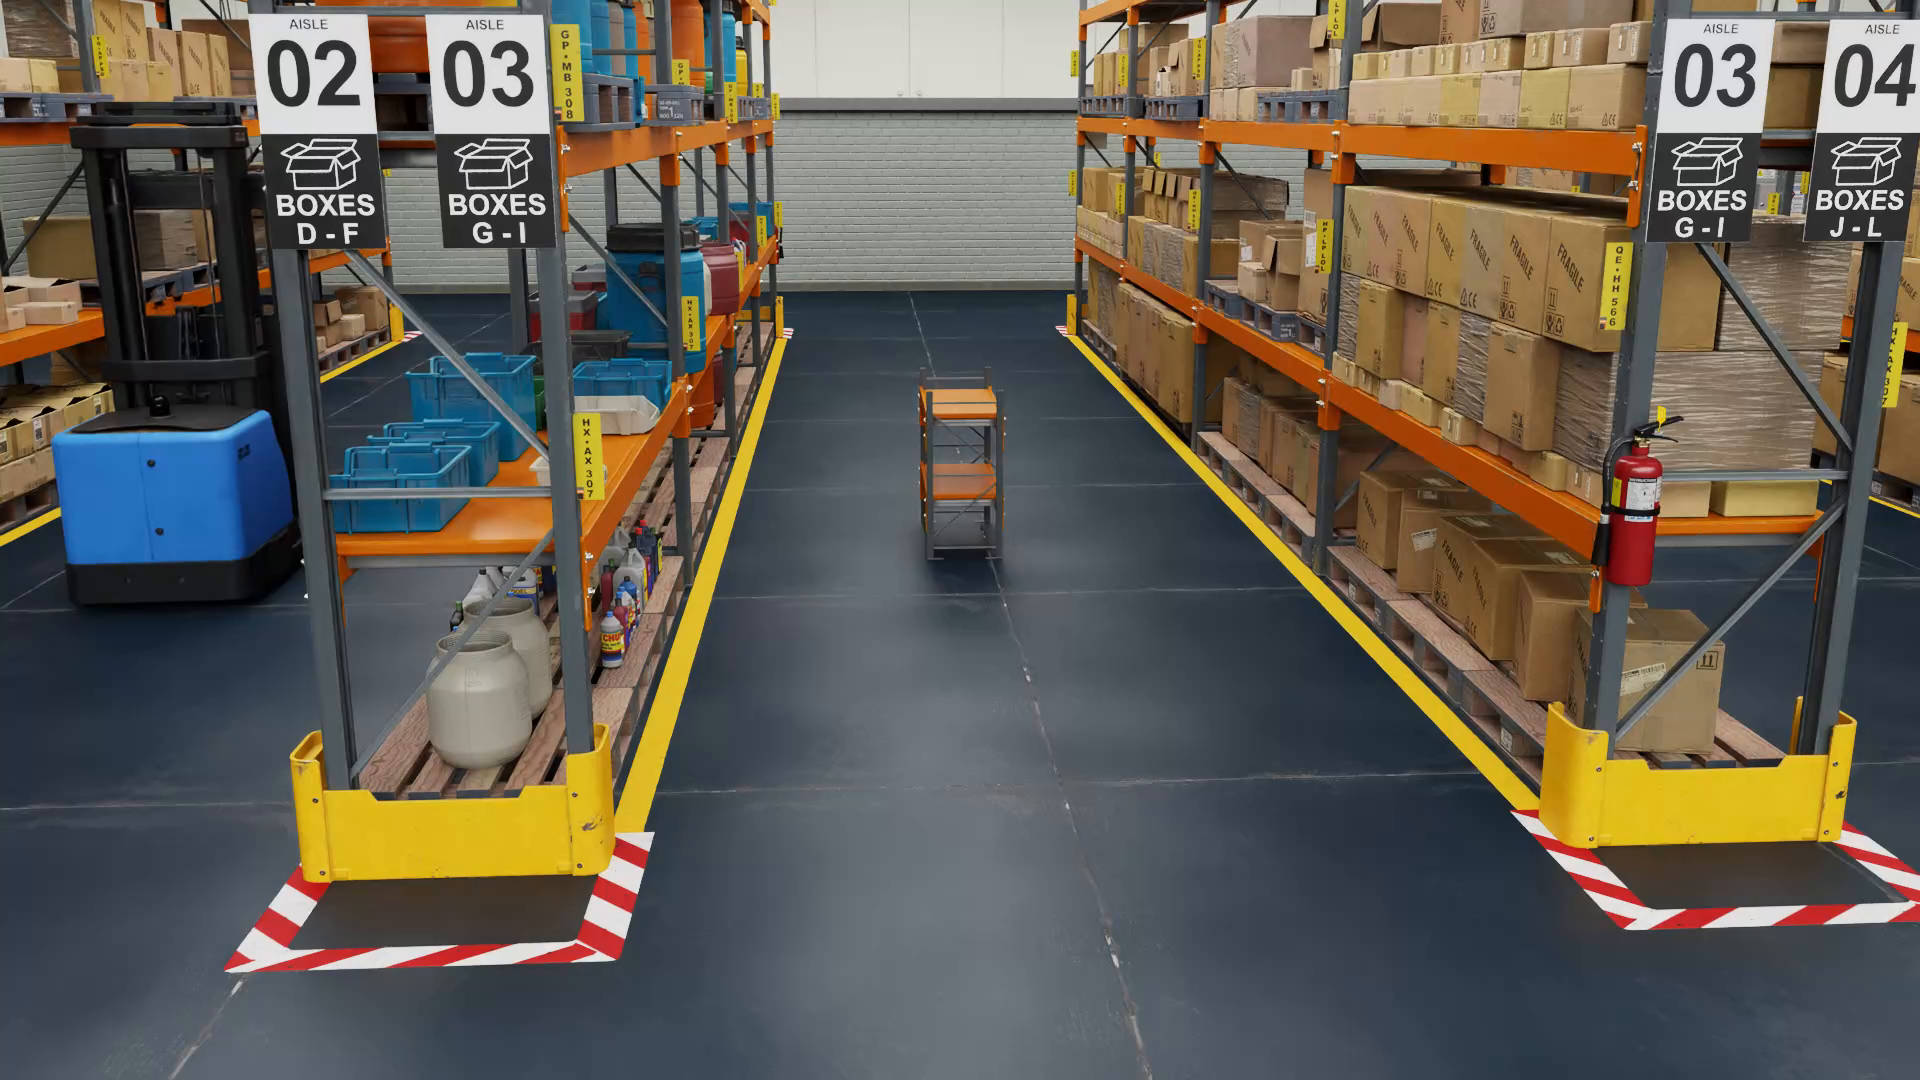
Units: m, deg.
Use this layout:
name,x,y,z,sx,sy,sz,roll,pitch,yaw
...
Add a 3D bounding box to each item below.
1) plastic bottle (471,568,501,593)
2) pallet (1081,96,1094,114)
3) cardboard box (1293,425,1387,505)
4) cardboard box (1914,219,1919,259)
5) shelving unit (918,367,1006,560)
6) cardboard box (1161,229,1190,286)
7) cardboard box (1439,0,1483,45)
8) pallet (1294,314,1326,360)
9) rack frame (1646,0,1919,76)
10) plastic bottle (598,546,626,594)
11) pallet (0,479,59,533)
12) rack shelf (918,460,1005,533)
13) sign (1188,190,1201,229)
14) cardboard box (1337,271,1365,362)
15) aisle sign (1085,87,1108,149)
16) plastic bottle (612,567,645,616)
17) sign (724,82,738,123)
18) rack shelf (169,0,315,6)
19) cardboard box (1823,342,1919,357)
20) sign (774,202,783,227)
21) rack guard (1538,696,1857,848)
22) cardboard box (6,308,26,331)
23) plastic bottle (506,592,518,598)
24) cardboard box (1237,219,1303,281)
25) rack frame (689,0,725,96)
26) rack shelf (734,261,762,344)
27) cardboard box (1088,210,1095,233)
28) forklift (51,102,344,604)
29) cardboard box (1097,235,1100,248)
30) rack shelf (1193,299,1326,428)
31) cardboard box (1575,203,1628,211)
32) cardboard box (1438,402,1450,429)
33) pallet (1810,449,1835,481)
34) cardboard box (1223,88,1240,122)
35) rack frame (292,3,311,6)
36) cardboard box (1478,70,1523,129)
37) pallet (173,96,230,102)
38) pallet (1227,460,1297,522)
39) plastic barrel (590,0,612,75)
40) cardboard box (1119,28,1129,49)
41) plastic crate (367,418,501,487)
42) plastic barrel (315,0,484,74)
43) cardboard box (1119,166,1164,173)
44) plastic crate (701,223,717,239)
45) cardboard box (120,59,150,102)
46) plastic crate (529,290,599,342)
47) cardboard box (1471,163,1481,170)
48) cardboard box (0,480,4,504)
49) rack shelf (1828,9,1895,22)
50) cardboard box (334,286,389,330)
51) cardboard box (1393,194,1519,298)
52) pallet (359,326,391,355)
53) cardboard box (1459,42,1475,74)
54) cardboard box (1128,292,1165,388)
name,x,y,z,sx,sy,sz,roll,pitch,yaw
plastic bottle,-2.484,0.315,8.717,0.144,0.351,0.185,0,14,-1
pallet,2.087,-5.448,20.837,1.003,0.211,1.213,-1,14,-3
cardboard box,2.747,-0.512,11.631,0.700,0.500,0.500,-1,14,-4
cardboard box,7.599,-2.324,12.333,0.700,0.500,0.500,-1,14,-4
shelving unit,0.000,-0.546,11.393,0.538,1.125,1.048,-1,14,-3
cardboard box,2.188,-2.653,15.617,0.500,0.500,0.500,-1,14,-5
cardboard box,3.056,-3.017,9.412,0.500,0.500,0.500,-1,14,-5
pallet,2.872,-1.337,11.089,1.003,0.211,1.213,-1,14,-3
rack frame,3.022,-3.148,5.703,1.000,3.000,0.127,-1,14,-3
plastic bottle,-1.976,0.157,9.481,0.152,0.276,0.135,-1,14,-3
pallet,-7.277,-0.222,11.966,1.003,0.211,1.213,-1,14,-3
rack shelf,0.000,-0.310,11.454,0.538,0.278,1.000,-1,14,-3
sign,1.972,-2.784,14.003,0.100,0.325,0.005,-1,14,-3
cardboard box,2.740,-1.317,9.829,0.875,0.500,0.500,-1,14,-3
aisle sign,1.727,-5.494,21.644,0.394,0.787,0.004,-1,14,-3
plastic bottle,-1.804,0.269,9.044,0.152,0.276,0.135,-1,14,-2
sign,-1.869,-3.568,13.566,0.100,0.325,0.005,-1,14,-3
rack shelf,-7.733,-6.128,18.735,1.077,0.370,4.000,-1,14,-3
cardboard box,7.431,-1.245,14.018,1.050,0.750,0.750,-1,14,-4
sign,-2.365,-4.237,21.648,0.100,0.325,0.005,-1,14,-3
rack guard,3.017,0.949,6.836,1.175,0.500,0.348,-1,14,-3
cardboard box,-7.226,-1.643,12.395,0.380,0.149,0.250,0,14,1
plastic bottle,-2.366,0.374,8.785,0.097,0.201,0.097,0,14,0
cardboard box,2.599,-2.351,13.599,0.500,0.500,0.500,-3,15,-10
rack frame,-2.417,-5.061,13.139,1.000,3.000,0.127,-1,14,-3
rack shelf,-2.541,-2.305,15.909,1.077,0.370,4.000,-1,14,-3
cardboard box,1.857,-3.916,20.430,0.500,0.250,0.500,-1,14,-5
forklift,-4.895,-1.358,10.921,1.130,2.935,3.031,-2,15,-6
cardboard box,1.838,-3.559,19.845,0.380,0.149,0.250,-1,14,-3
rack shelf,2.650,-1.387,12.340,1.077,0.370,4.000,-1,14,-3
cardboard box,3.203,-1.309,7.792,0.500,0.500,0.500,-1,14,-3
cardboard box,2.654,-0.624,8.435,0.380,0.149,0.250,-1,14,-3
pallet,7.456,-0.736,13.964,1.003,0.211,1.213,-1,14,-3
cardboard box,2.332,-3.364,12.863,0.500,0.250,0.500,-1,14,-2
rack frame,-7.857,-6.976,20.578,1.000,3.000,0.127,-1,14,-3
cardboard box,2.681,-1.991,7.525,0.500,0.250,0.500,-1,14,-2
pallet,-7.572,-4.016,15.472,1.213,0.211,1.003,-1,14,-3
pallet,2.646,-0.385,12.599,1.003,0.211,1.213,-1,14,-3
plastic barrel,-2.418,-2.980,10.062,0.600,0.901,0.708,-1,14,-3
cardboard box,2.146,-5.836,19.419,0.500,0.250,0.500,-1,14,-5
plastic crate,-2.286,-0.376,7.266,0.499,0.251,0.408,-1,14,-3
plastic barrel,-2.079,-2.149,6.136,0.600,0.830,0.708,-1,14,-3
cardboard box,2.323,-4.540,21.349,0.500,0.500,0.500,-1,14,-3
plastic crate,-3.145,-3.700,20.101,0.416,0.233,0.300,-1,14,-3
cardboard box,-7.454,-3.816,14.119,0.910,0.500,0.500,-1,14,-3
plastic crate,-2.505,-1.308,10.462,0.402,0.464,0.583,-1,14,-3
cardboard box,6.788,-4.709,21.005,0.500,0.500,0.500,0,14,-2
cardboard box,-6.957,-0.318,11.416,0.500,0.250,0.500,-1,14,-5
rack shelf,12.045,-6.241,19.970,1.077,0.370,4.000,-1,14,-3
cardboard box,-7.578,-2.941,21.071,0.500,0.500,0.500,-1,14,-3
cardboard box,2.611,-1.550,8.726,0.500,0.500,0.500,-1,14,-3
pallet,-7.802,-2.502,20.829,1.003,0.211,1.213,-1,14,-3
cardboard box,2.655,-2.338,8.075,0.380,0.149,0.250,-1,14,-2
cardboard box,2.394,-2.021,16.781,1.225,0.875,0.875,-1,14,-5
